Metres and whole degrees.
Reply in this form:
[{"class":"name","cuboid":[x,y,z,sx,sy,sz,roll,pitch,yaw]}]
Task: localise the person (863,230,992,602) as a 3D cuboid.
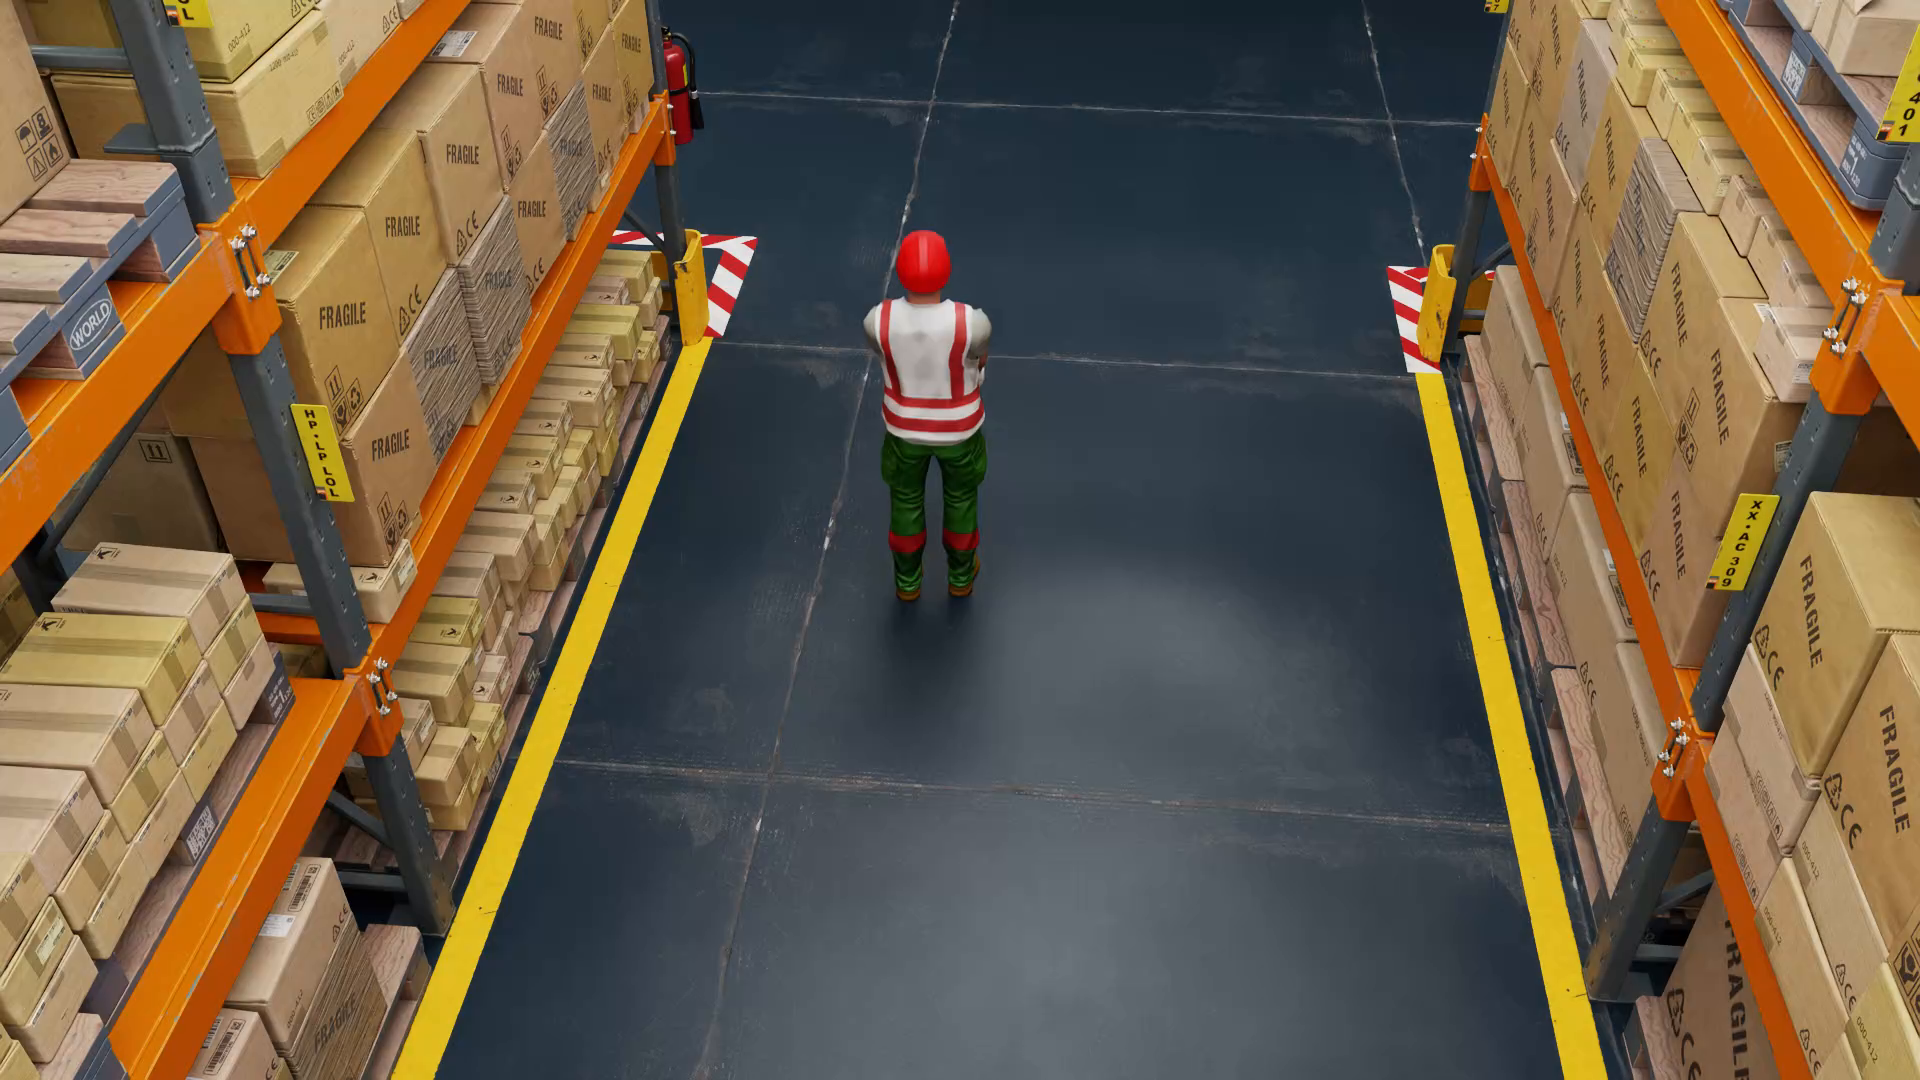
[{"class":"person","cuboid":[-0.111,-0.528,6.779,0.494,1.782,0.564,3,40,4]}]
